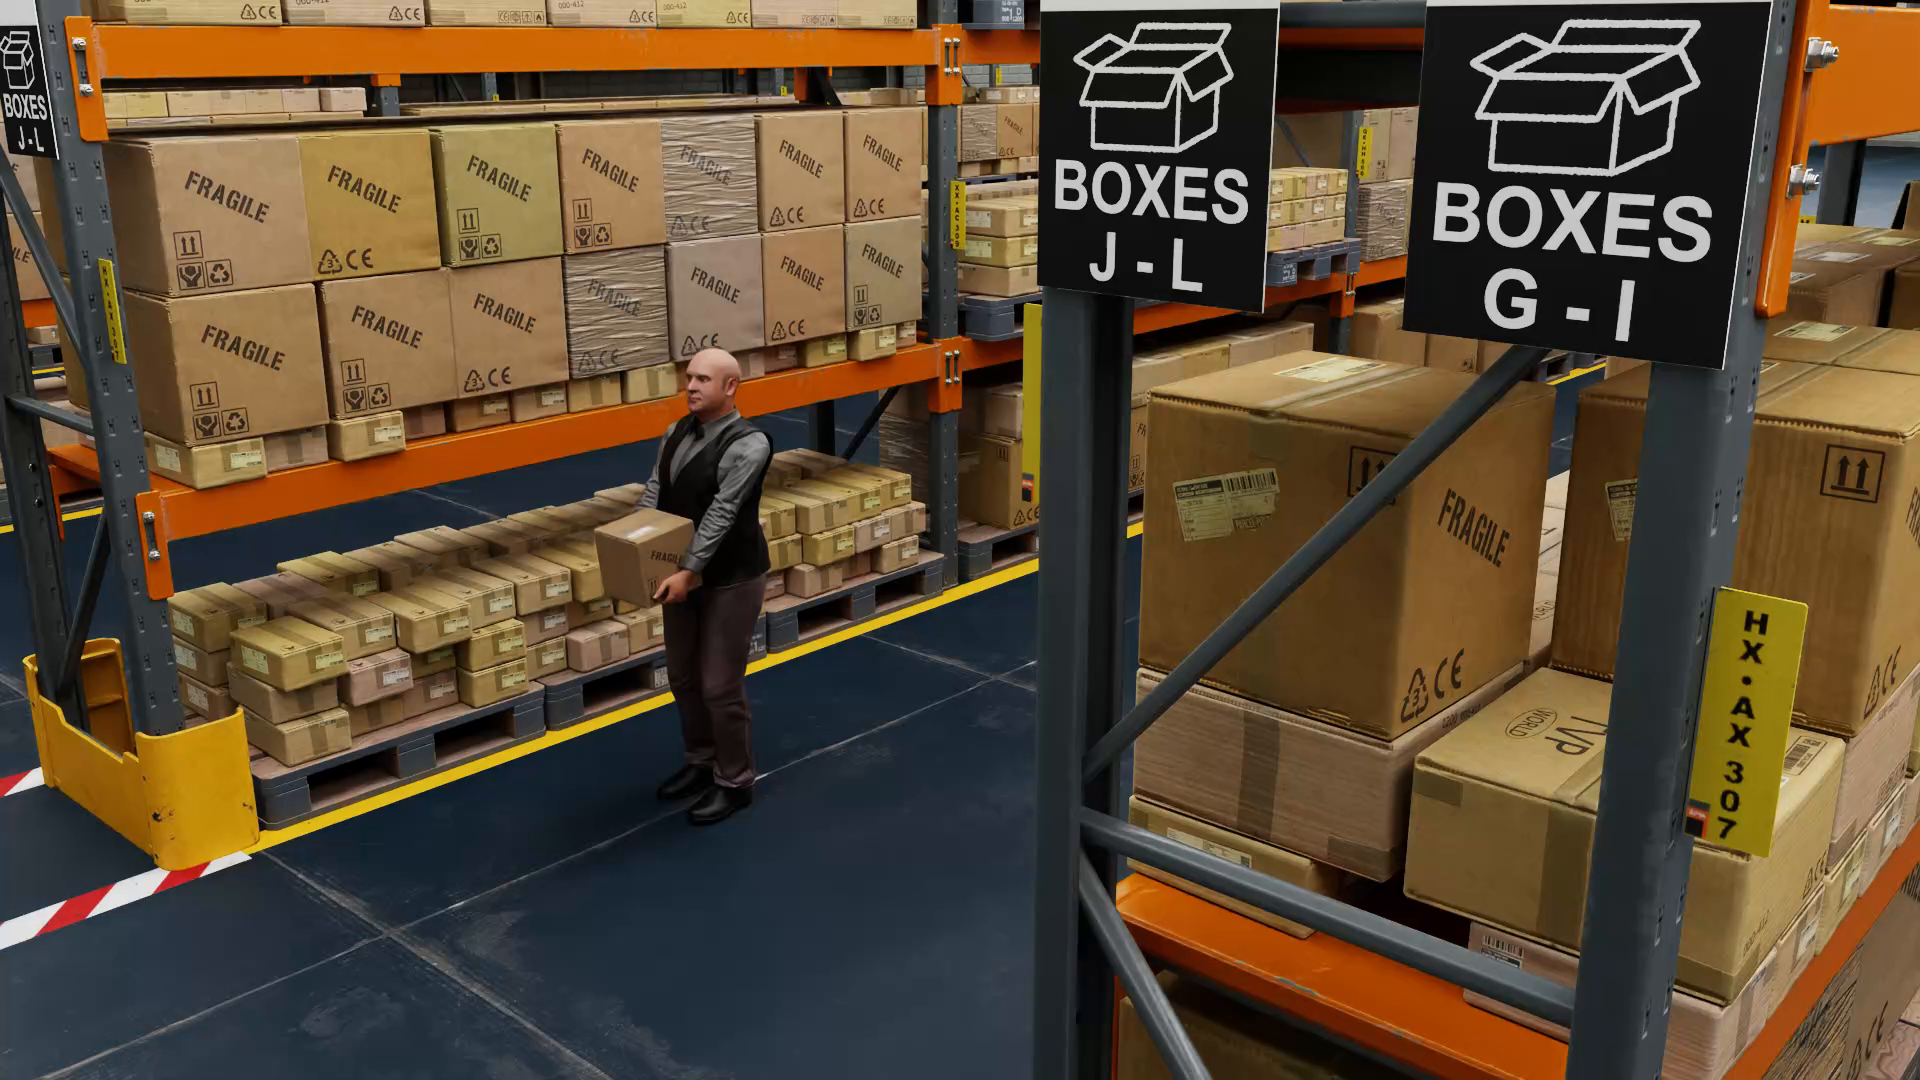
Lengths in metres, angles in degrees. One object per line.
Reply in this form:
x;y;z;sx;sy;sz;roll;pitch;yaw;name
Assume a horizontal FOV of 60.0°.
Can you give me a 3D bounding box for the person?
-0.966;0.176;6.013;0.495;1.718;0.526;15;22;40;person
